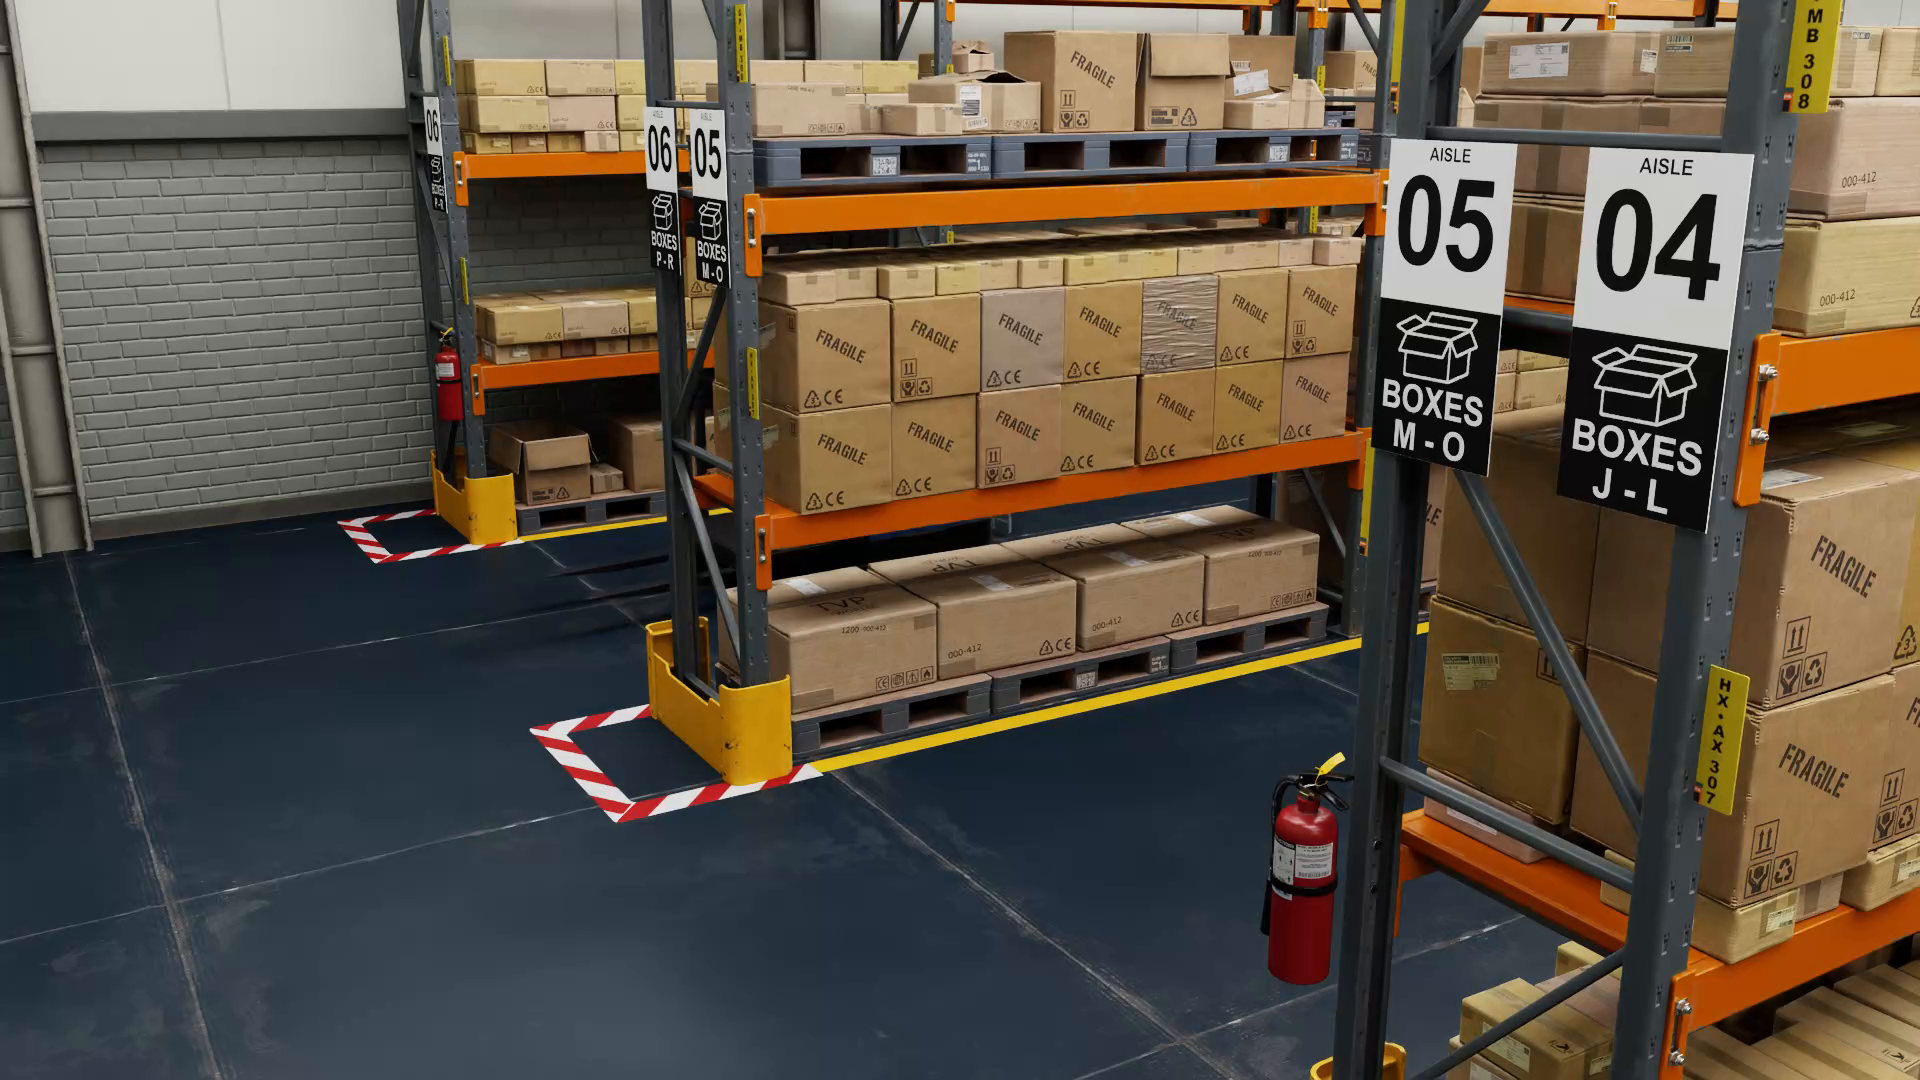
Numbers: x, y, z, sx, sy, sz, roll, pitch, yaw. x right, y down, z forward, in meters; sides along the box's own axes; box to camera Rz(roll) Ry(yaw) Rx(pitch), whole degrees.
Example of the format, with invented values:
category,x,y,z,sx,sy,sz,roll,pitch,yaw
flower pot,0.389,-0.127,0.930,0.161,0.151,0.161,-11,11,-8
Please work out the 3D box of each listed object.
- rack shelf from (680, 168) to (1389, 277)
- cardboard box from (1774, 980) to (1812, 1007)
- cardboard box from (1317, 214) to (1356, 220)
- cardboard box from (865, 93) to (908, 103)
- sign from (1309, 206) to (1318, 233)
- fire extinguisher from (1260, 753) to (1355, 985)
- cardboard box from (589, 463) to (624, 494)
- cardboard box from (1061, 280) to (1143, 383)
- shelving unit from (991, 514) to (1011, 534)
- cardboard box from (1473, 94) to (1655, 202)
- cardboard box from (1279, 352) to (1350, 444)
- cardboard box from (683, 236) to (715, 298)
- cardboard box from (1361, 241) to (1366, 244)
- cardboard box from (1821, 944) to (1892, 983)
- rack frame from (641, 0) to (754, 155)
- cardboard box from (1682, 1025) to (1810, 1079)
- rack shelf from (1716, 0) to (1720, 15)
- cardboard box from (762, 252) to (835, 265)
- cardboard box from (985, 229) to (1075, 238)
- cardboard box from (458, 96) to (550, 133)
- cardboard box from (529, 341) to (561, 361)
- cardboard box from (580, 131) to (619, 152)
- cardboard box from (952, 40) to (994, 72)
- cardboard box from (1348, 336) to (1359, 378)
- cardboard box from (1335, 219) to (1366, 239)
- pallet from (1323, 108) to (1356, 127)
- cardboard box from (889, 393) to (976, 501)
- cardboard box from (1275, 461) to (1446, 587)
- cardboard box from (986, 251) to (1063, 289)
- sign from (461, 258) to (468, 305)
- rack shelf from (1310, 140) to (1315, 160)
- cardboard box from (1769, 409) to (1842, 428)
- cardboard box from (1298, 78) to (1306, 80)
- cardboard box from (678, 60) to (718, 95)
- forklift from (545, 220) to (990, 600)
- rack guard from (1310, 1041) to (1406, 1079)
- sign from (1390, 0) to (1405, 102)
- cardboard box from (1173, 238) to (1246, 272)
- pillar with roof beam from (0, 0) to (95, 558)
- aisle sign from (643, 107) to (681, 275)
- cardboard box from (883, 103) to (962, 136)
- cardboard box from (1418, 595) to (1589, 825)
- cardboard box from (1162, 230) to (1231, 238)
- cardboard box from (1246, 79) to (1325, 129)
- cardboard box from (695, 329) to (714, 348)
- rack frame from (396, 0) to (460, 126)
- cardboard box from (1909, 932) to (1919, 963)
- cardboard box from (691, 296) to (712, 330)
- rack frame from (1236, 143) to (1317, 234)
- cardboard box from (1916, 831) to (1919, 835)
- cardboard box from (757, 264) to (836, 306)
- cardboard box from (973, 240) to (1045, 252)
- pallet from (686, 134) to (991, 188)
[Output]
category,x,y,z,sx,sy,sz,roll,pitch,yaw
rack shelf,0.476,-1.774,8.957,4.000,0.370,1.077,-9,18,-30
cardboard box,2.585,1.473,5.549,0.250,0.149,0.380,-9,18,-29
cardboard box,3.829,-3.245,17.041,0.250,0.149,0.380,-10,18,-31
cardboard box,-0.653,-3.492,13.480,0.500,0.250,0.500,-9,18,-30
sign,3.348,-3.053,15.746,0.005,0.325,0.100,-9,18,-30
fire extinguisher,0.944,0.878,4.554,0.183,0.674,0.296,-9,18,-30
cardboard box,-2.840,-0.489,13.099,0.250,0.149,0.380,-10,19,-32
cardboard box,0.624,-1.145,8.899,0.500,0.500,0.500,-9,18,-29
shelving unit,0.114,-0.611,12.366,0.503,1.200,0.258,-11,19,-35
cardboard box,1.662,-1.003,4.223,0.500,0.250,0.500,-10,18,-31
cardboard box,1.925,-0.879,9.802,0.500,0.500,0.500,-9,18,-29
cardboard box,-1.984,-2.187,12.993,0.500,0.500,0.500,-9,18,-28
cardboard box,2.884,-1.678,10.799,0.500,0.500,0.500,-9,18,-29
cardboard box,2.862,1.315,5.561,0.250,0.149,0.380,-10,18,-32
rack frame,-1.238,-3.287,7.463,0.127,3.000,1.000,-9,18,-30
cardboard box,2.196,1.557,4.700,0.250,0.149,0.380,-9,18,-29
rack shelf,7.334,-4.138,12.573,4.000,0.370,1.077,-9,18,-30
cardboard box,-0.828,-1.377,8.526,0.250,0.149,0.380,-9,18,-29
cardboard box,0.605,-2.440,14.593,0.500,0.500,0.700,-9,18,-29
cardboard box,-3.276,-3.060,11.937,0.500,0.250,0.500,-9,18,-30
cardboard box,-3.180,-1.453,12.502,0.250,0.149,0.380,-9,18,-28
cardboard box,-2.698,-2.945,12.266,0.250,0.149,0.380,-9,18,-29
cardboard box,0.069,-3.980,13.675,0.258,0.266,0.396,-9,18,-30
cardboard box,2.713,-1.119,10.194,0.500,0.250,0.500,-10,18,-31
cardboard box,3.920,-3.074,16.431,0.250,0.149,0.380,-9,18,-28
pallet,3.596,-4.126,16.366,1.003,0.211,1.213,-8,18,-27
cardboard box,-0.259,-0.523,8.534,0.500,0.500,0.500,-10,18,-31
cardboard box,2.681,-0.238,10.860,0.875,0.875,0.875,-9,18,-28
cardboard box,0.328,-1.402,8.615,0.250,0.149,0.380,-9,18,-29
sign,-3.518,-1.837,11.803,0.005,0.325,0.100,-9,18,-30
rack shelf,1.346,-3.478,15.035,4.000,0.370,1.077,-9,18,-30
cardboard box,2.096,-0.131,4.732,0.500,0.500,0.500,-10,18,-32
cardboard box,3.549,-4.441,16.451,0.500,0.250,0.500,-9,18,-30
cardboard box,-1.987,-3.518,12.646,0.500,0.250,0.500,-9,18,-28
forklift,-1.277,-1.144,11.060,3.031,2.935,1.130,-11,19,-35
rack guard,1.463,1.926,4.612,0.348,0.500,1.175,-9,18,-30
sign,1.129,-1.269,4.181,0.005,0.325,0.100,-9,18,-30
cardboard box,1.382,-1.596,9.308,0.250,0.149,0.380,-9,18,-30
pillar with roof beam,-4.356,-3.272,7.412,0.400,9.000,9.100,-9,18,-30
aisle sign,-1.459,-1.712,8.142,0.004,0.787,0.394,-9,18,-30
cardboard box,-0.187,-2.070,8.181,0.250,0.149,0.380,-8,18,-28
cardboard box,1.651,0.420,4.619,0.500,0.500,0.500,-9,18,-29
cardboard box,1.378,-1.728,9.776,0.250,0.149,0.380,-9,18,-30
cardboard box,1.808,-2.421,9.218,0.258,0.266,0.396,-9,18,-28
cardboard box,-2.029,-1.616,13.083,0.250,0.149,0.380,-9,18,-28
rack frame,-3.798,-4.435,11.558,0.127,3.000,1.000,-9,18,-30
cardboard box,3.306,1.378,5.337,0.250,0.149,0.380,-9,18,-30
cardboard box,-1.978,-1.835,13.126,0.500,0.250,0.500,-10,18,-31
rack frame,3.060,-2.658,16.335,0.127,3.000,1.000,-9,18,-30
cardboard box,2.451,0.747,4.652,0.250,0.149,0.380,-8,18,-27
cardboard box,-0.791,-1.225,7.984,0.250,0.149,0.380,-9,18,-29
cardboard box,0.267,-1.558,9.173,0.250,0.149,0.380,-9,18,-28
pallet,-0.608,-1.905,8.256,1.213,0.211,1.003,-9,18,-30
